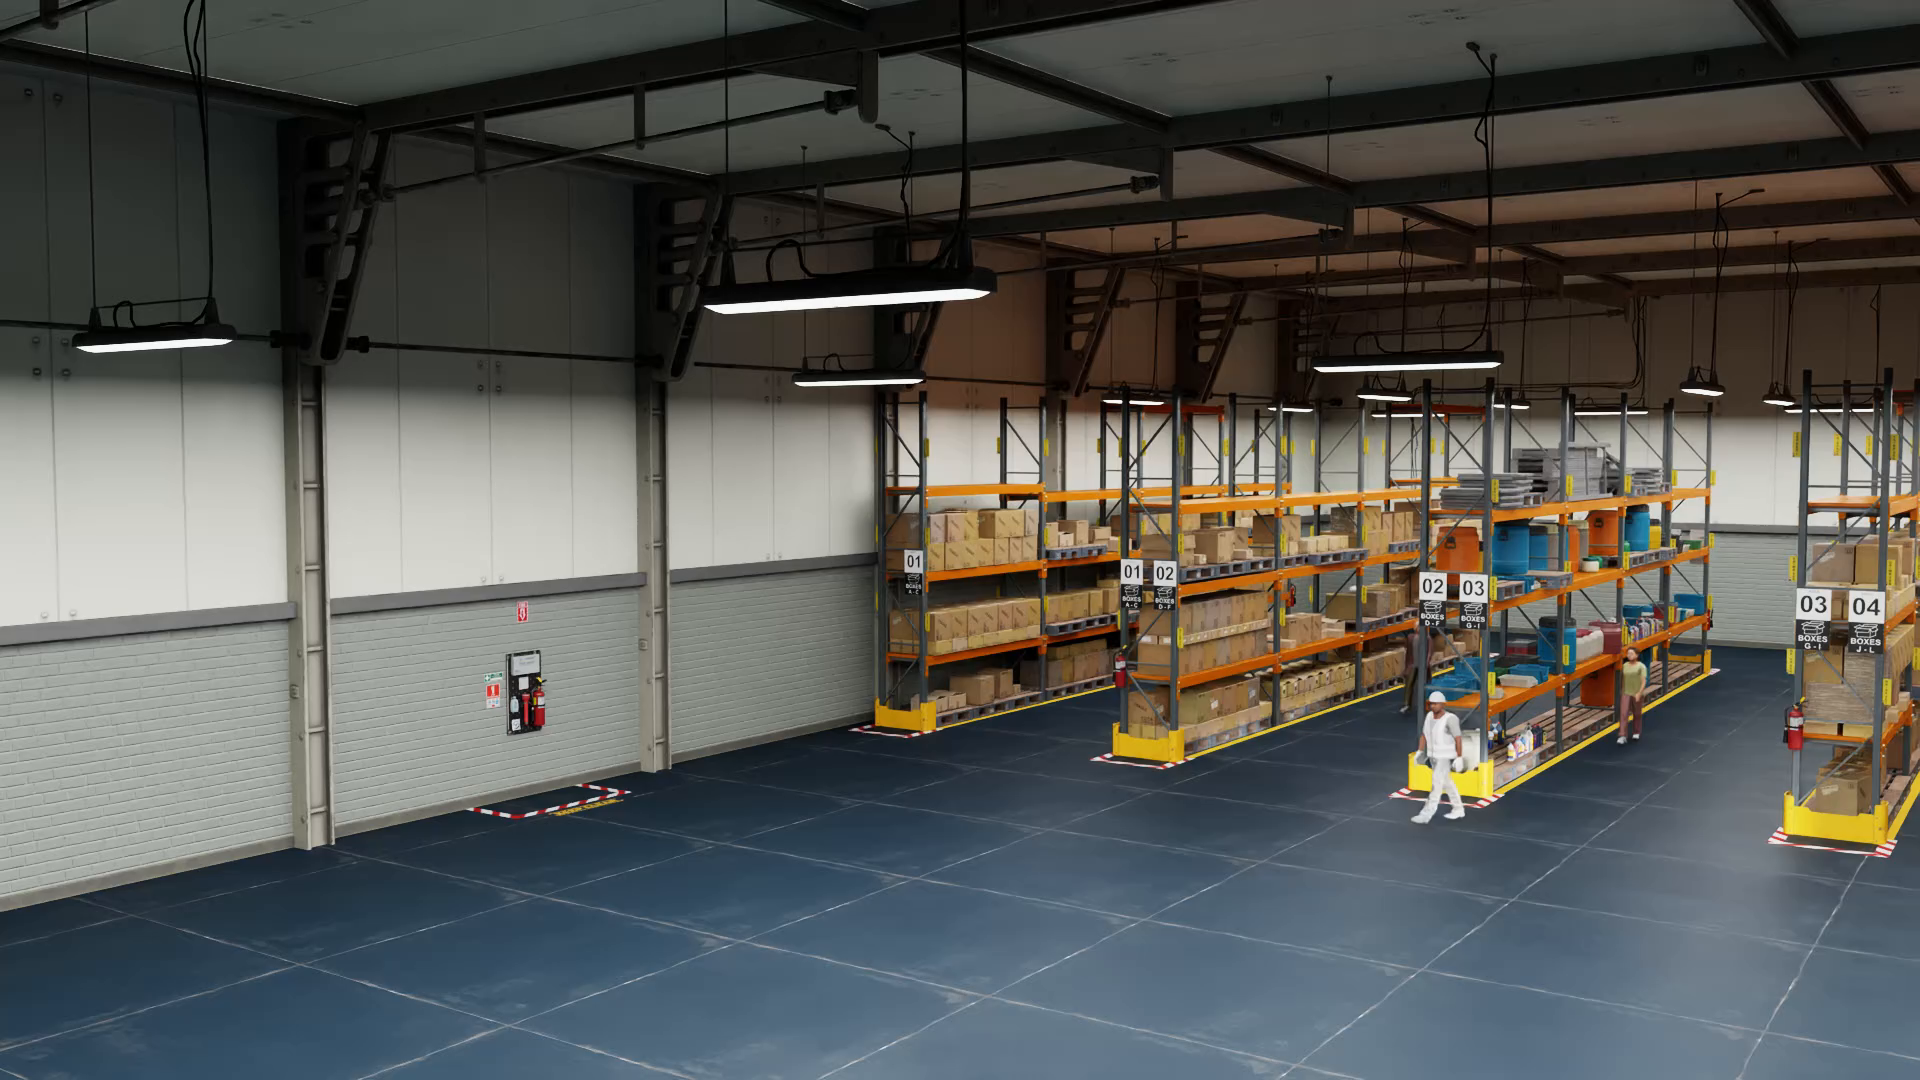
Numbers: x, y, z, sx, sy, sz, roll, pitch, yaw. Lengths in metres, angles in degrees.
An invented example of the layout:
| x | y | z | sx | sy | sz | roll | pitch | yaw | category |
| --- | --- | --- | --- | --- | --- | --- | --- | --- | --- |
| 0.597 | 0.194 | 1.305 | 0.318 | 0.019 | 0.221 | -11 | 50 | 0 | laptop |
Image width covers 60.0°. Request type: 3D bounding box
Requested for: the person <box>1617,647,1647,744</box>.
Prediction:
| x | y | z | sx | sy | sz | roll | pitch | yaw | category |
| --- | --- | --- | --- | --- | --- | --- | --- | --- | --- |
| 11.371 | 2.608 | 28.082 | 0.431 | 1.601 | 1.044 | 1 | 3 | 25 | person |

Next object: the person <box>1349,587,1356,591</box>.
| x | y | z | sx | sy | sz | roll | pitch | yaw | category |
| --- | --- | --- | --- | --- | --- | --- | --- | --- | --- |
| 9.172 | 1.953 | 38.900 | 0.606 | 1.725 | 1.061 | 2 | 4 | 37 | person |

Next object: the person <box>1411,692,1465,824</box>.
| x | y | z | sx | sy | sz | roll | pitch | yaw | category |
| --- | --- | --- | --- | --- | --- | --- | --- | --- | --- |
| 6.317 | 2.877 | 22.098 | 1.035 | 1.728 | 0.579 | -1 | 3 | -21 | person |

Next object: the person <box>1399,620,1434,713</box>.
| x | y | z | sx | sy | sz | roll | pitch | yaw | category |
| --- | --- | --- | --- | --- | --- | --- | --- | --- | --- |
| 8.623 | 2.374 | 31.307 | 0.562 | 1.717 | 1.115 | 1 | 3 | 25 | person |
